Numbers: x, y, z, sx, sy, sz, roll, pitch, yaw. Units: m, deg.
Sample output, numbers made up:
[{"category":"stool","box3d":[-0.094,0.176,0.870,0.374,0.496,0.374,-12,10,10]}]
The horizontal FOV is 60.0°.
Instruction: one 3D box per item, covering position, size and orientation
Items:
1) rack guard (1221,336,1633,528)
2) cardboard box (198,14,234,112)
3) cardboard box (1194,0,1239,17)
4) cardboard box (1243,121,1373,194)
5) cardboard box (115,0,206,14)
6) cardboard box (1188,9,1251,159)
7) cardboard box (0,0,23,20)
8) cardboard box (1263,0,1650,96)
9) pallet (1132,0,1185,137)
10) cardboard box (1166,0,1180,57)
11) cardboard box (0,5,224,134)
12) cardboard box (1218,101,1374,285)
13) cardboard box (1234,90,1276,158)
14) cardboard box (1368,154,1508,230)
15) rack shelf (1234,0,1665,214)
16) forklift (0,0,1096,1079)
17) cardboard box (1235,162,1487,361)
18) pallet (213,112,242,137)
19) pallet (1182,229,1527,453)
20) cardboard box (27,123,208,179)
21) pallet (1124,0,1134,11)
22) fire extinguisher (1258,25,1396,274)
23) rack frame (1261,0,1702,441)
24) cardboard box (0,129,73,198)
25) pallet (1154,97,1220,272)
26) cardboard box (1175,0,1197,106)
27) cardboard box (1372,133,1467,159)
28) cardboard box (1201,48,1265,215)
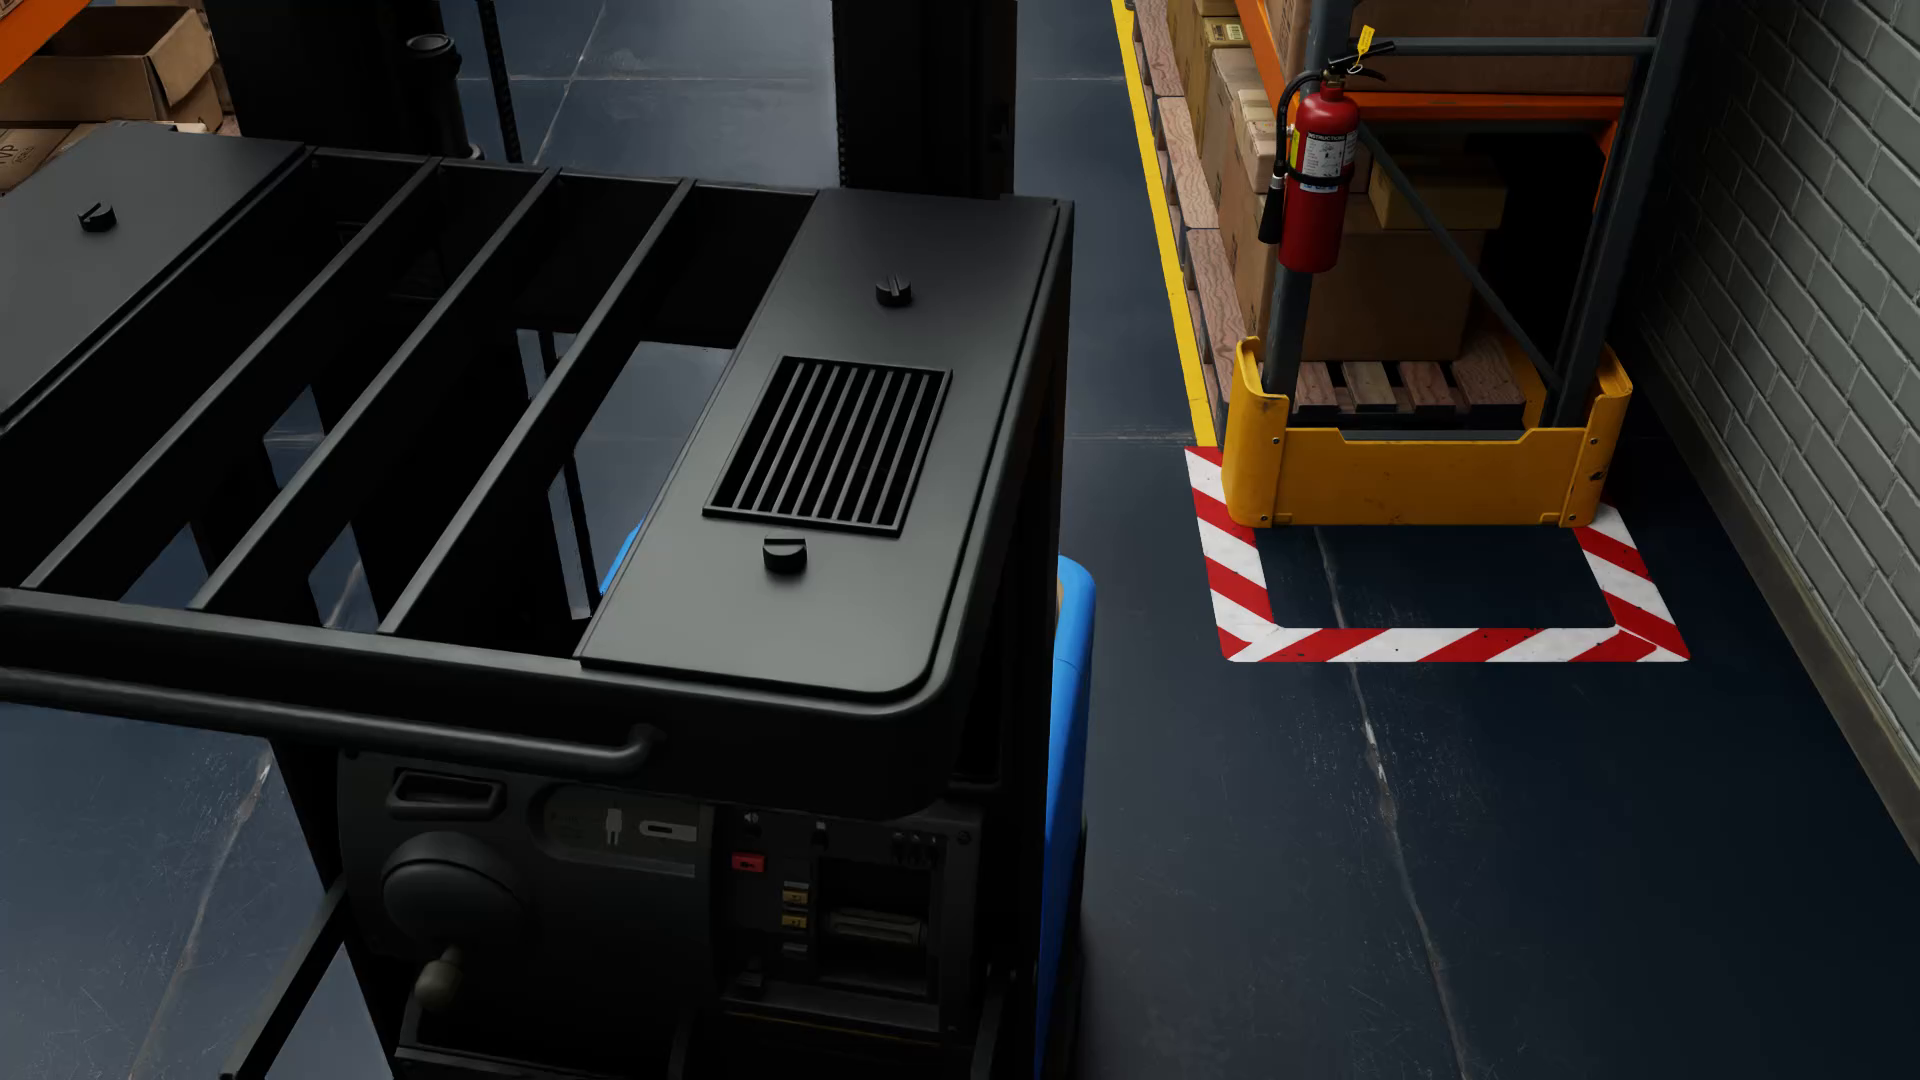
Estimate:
[{"category":"rack guard","box3d":[1.451,-0.342,5.277,1.175,0.500,0.348,0,39,0]},{"category":"cardboard box","box3d":[-3.222,-2.125,7.301,0.500,0.311,0.500,0,39,0]},{"category":"cardboard box","box3d":[1.163,-2.267,6.824,0.380,0.149,0.250,-1,39,-1]},{"category":"cardboard box","box3d":[1.168,-1.292,5.607,0.380,0.149,0.250,0,39,-1]},{"category":"cardboard box","box3d":[-3.723,-2.688,8.003,0.500,0.311,0.500,0,39,0]},{"category":"cardboard box","box3d":[1.340,-1.919,6.909,0.700,0.500,0.500,1,39,1]},{"category":"cardboard box","box3d":[-3.245,-1.966,5.224,0.500,0.500,0.500,0,39,0]},{"category":"cardboard box","box3d":[1.440,-1.768,4.818,0.980,0.700,0.700,2,39,2]},{"category":"pallet","box3d":[1.369,-2.270,7.914,1.003,0.211,1.213,0,39,0]},{"category":"cardboard box","box3d":[1.345,-2.554,7.702,0.700,0.500,0.500,0,39,1]},{"category":"cardboard box","box3d":[-3.500,-1.850,6.805,0.797,0.503,0.637,0,39,0]},{"category":"cardboard box","box3d":[1.350,-1.271,6.101,0.700,0.500,0.500,0,39,0]},{"category":"cardboard box","box3d":[1.167,-1.451,5.807,0.380,0.149,0.250,1,39,1]},{"category":"cardboard box","box3d":[1.550,-1.133,5.410,0.380,0.149,0.250,0,39,0]},{"category":"rack shelf","box3d":[1.449,-2.302,6.299,1.077,0.370,4.000,0,39,0]},{"category":"forklift","box3d":[-0.468,0.580,2.183,1.130,2.935,3.031,6,39,8]},{"category":"cardboard box","box3d":[1.350,-0.958,5.710,0.700,0.500,0.500,0,39,0]},{"category":"pallet","box3d":[-3.503,-1.545,7.010,1.003,0.211,1.213,0,39,0]},{"category":"pallet","box3d":[1.372,-0.744,6.010,1.003,0.211,1.213,0,39,0]},{"category":"cardboard box","box3d":[-3.221,-1.391,6.434,0.500,0.250,0.500,0,39,0]},{"category":"pallet","box3d":[1.370,-3.228,9.109,1.003,0.211,1.213,0,39,0]},{"category":"fire extinguisher","box3d":[0.990,-1.062,4.536,0.296,0.674,0.183,0,39,0]},{"category":"rack frame","box3d":[1.451,-1.332,4.514,1.000,3.000,0.127,0,39,0]},{"category":"cardboard box","box3d":[-3.721,-1.359,6.394,0.500,0.250,0.500,0,39,0]},{"category":"pallet","box3d":[1.373,-1.505,6.959,1.003,0.211,1.213,0,39,0]},{"category":"cardboard box","box3d":[1.342,-2.240,7.310,0.700,0.500,0.500,0,39,-1]},{"category":"cardboard box","box3d":[1.549,-1.450,5.805,0.380,0.149,0.250,0,39,0]},{"category":"cardboard box","box3d":[1.348,-1.586,6.493,0.700,0.500,0.500,-1,39,-2]}]
